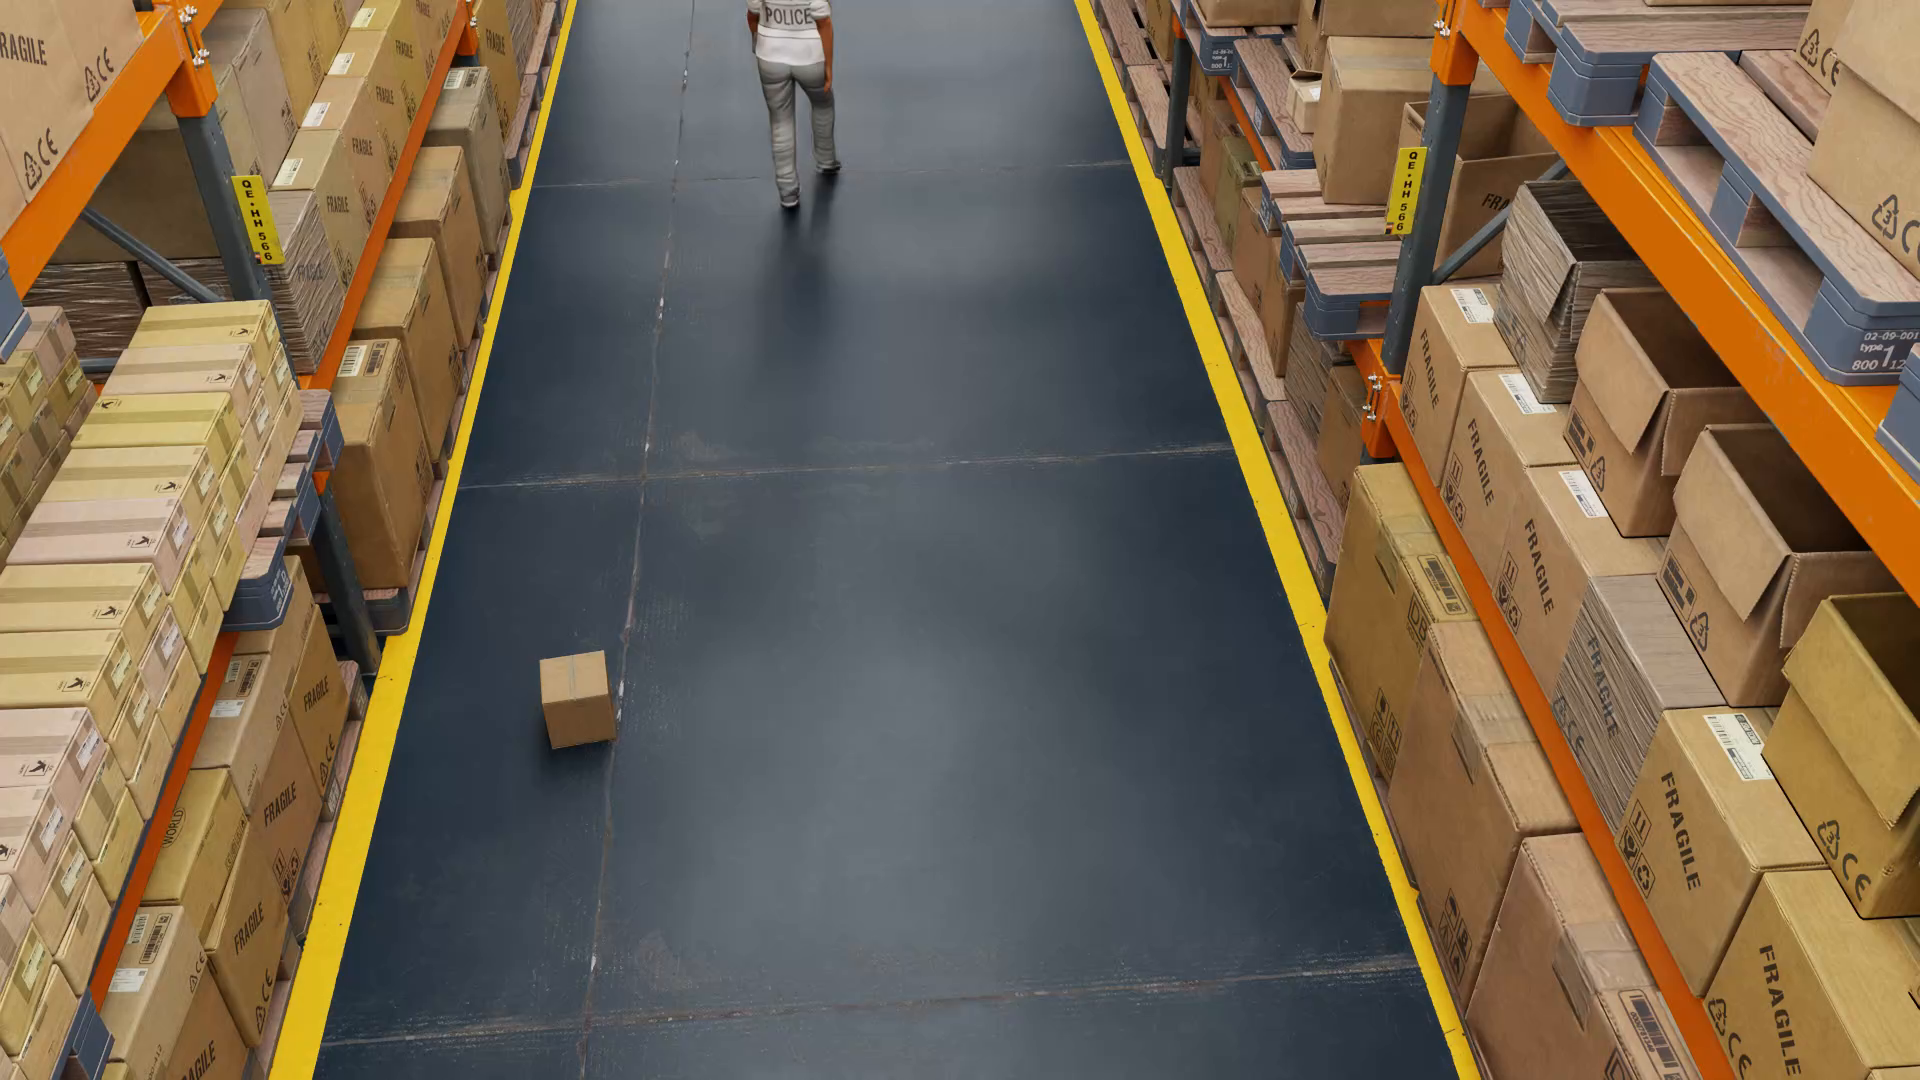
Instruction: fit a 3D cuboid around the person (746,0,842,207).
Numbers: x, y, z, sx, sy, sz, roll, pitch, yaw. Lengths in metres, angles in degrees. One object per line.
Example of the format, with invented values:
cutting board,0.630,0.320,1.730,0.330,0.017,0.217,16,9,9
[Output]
person,-0.954,-2.781,9.555,0.488,1.694,0.726,0,39,0
